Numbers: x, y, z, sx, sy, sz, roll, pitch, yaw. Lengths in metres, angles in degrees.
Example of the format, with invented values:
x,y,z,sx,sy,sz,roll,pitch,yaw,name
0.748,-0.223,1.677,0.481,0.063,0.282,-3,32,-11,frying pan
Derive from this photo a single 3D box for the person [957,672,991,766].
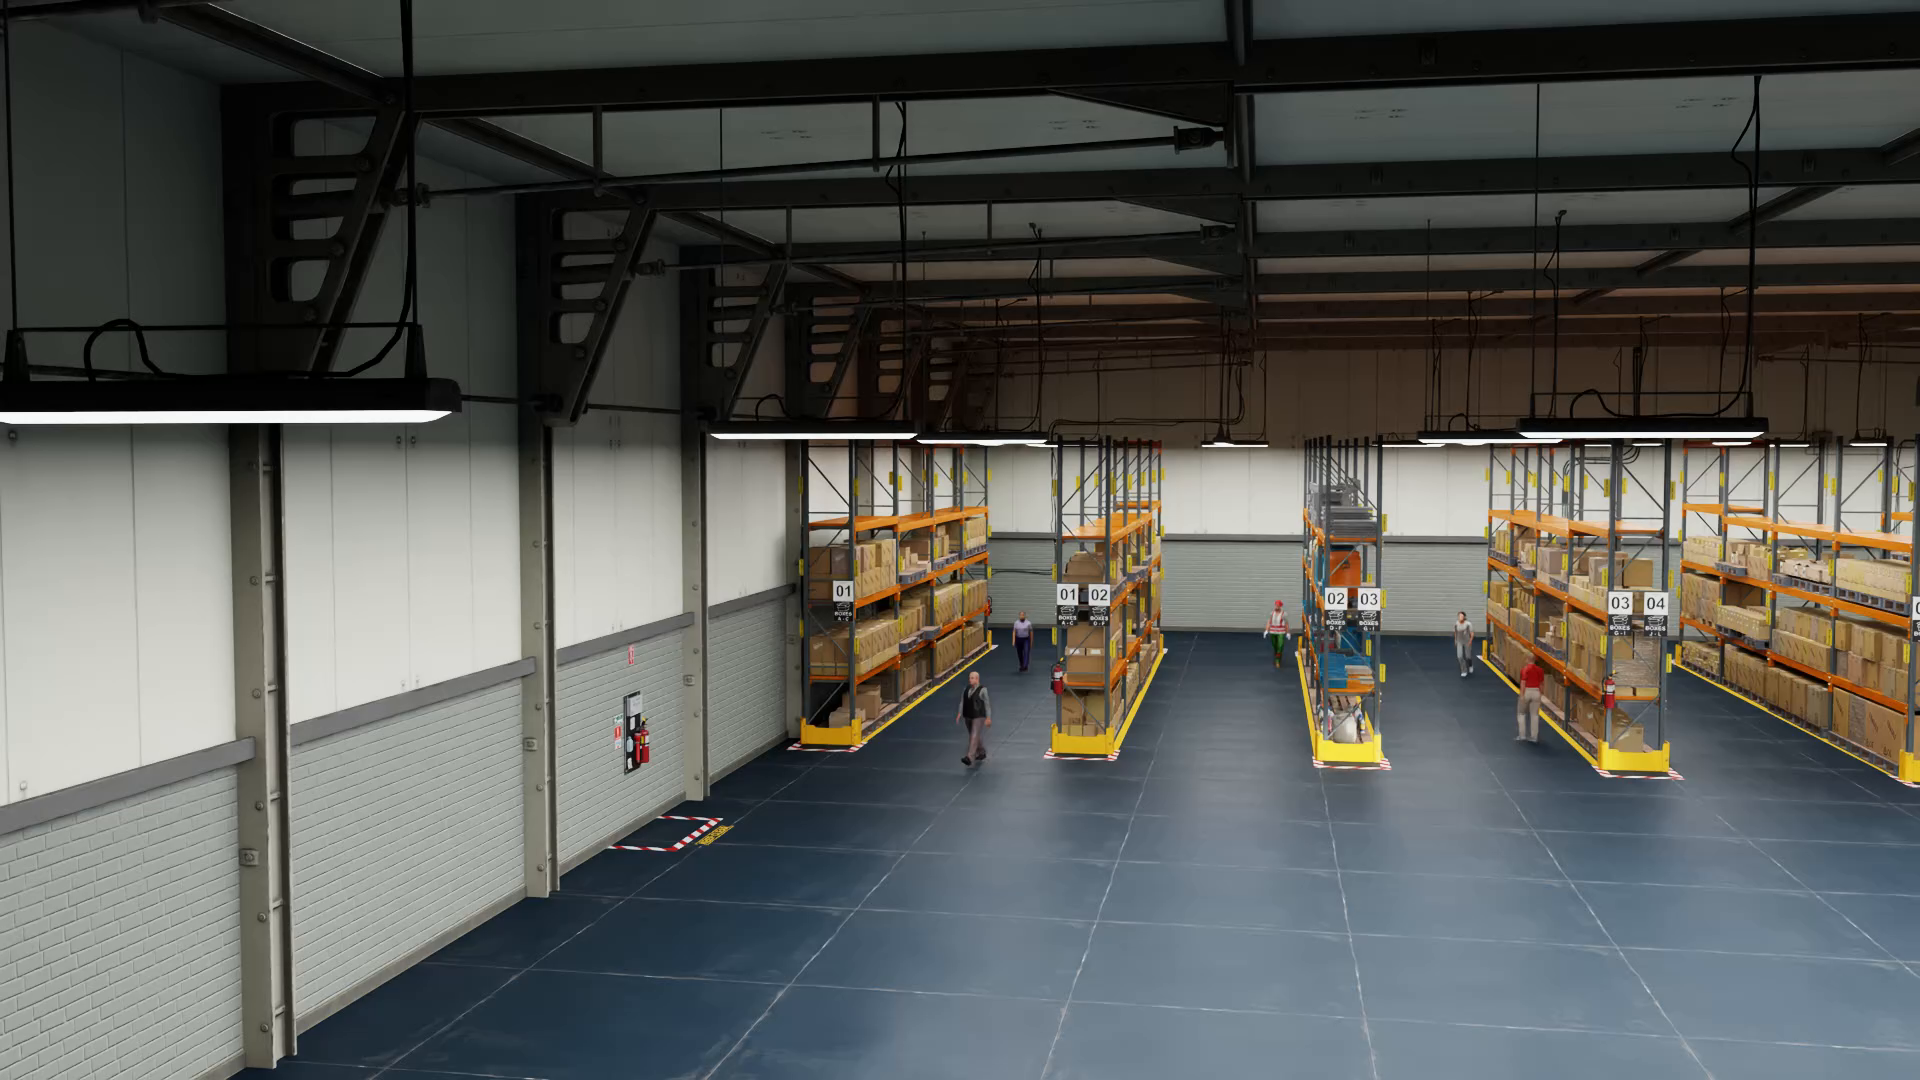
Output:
x,y,z,sx,sy,sz,roll,pitch,yaw,name
0.209,3.233,30.237,0.591,1.656,1.055,3,4,42,person

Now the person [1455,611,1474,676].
x,y,z,sx,sy,sz,roll,pitch,yaw,name
12.846,2.621,42.312,0.495,1.644,0.647,2,4,30,person

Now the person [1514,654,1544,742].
x,y,z,sx,sy,sz,roll,pitch,yaw,name
11.214,3.129,32.642,0.543,1.784,0.600,0,3,2,person

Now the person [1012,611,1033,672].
x,y,z,sx,sy,sz,roll,pitch,yaw,name
1.587,2.613,42.605,0.503,1.576,1.051,1,3,17,person

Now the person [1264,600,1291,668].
x,y,z,sx,sy,sz,roll,pitch,yaw,name
8.334,2.457,43.792,0.658,1.731,0.978,2,3,28,person
